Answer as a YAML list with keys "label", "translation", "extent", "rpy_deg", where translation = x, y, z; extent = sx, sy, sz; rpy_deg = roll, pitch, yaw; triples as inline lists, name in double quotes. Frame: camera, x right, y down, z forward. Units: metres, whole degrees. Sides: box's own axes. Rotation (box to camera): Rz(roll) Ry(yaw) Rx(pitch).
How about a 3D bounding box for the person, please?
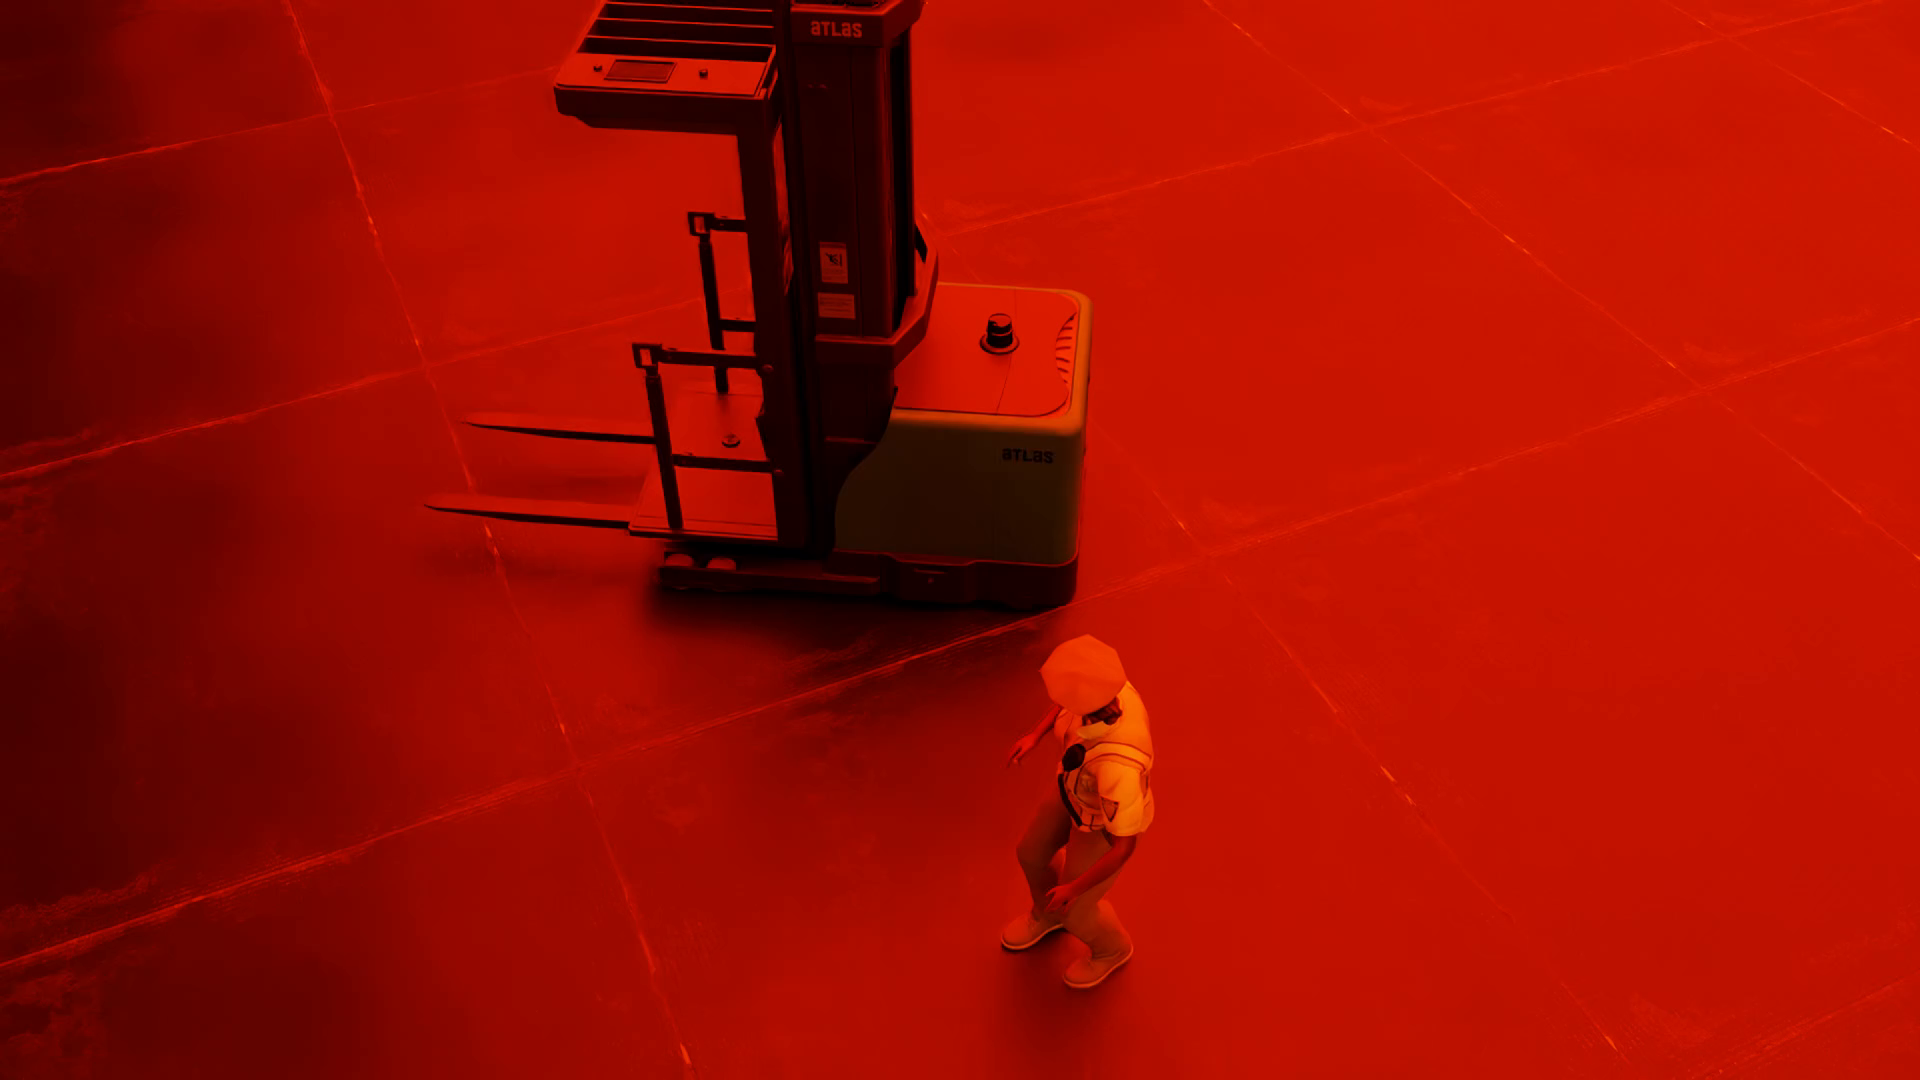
- label: "person"
  translation: [0.420, 0.949, 5.638]
  extent: [0.492, 1.629, 0.669]
  rpy_deg: [-11, 44, -11]

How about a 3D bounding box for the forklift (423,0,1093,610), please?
- label: "forklift"
  translation: [-0.942, -1.188, 6.953]
  extent: [3.031, 2.935, 1.130]
  rpy_deg: [4, 43, 4]
